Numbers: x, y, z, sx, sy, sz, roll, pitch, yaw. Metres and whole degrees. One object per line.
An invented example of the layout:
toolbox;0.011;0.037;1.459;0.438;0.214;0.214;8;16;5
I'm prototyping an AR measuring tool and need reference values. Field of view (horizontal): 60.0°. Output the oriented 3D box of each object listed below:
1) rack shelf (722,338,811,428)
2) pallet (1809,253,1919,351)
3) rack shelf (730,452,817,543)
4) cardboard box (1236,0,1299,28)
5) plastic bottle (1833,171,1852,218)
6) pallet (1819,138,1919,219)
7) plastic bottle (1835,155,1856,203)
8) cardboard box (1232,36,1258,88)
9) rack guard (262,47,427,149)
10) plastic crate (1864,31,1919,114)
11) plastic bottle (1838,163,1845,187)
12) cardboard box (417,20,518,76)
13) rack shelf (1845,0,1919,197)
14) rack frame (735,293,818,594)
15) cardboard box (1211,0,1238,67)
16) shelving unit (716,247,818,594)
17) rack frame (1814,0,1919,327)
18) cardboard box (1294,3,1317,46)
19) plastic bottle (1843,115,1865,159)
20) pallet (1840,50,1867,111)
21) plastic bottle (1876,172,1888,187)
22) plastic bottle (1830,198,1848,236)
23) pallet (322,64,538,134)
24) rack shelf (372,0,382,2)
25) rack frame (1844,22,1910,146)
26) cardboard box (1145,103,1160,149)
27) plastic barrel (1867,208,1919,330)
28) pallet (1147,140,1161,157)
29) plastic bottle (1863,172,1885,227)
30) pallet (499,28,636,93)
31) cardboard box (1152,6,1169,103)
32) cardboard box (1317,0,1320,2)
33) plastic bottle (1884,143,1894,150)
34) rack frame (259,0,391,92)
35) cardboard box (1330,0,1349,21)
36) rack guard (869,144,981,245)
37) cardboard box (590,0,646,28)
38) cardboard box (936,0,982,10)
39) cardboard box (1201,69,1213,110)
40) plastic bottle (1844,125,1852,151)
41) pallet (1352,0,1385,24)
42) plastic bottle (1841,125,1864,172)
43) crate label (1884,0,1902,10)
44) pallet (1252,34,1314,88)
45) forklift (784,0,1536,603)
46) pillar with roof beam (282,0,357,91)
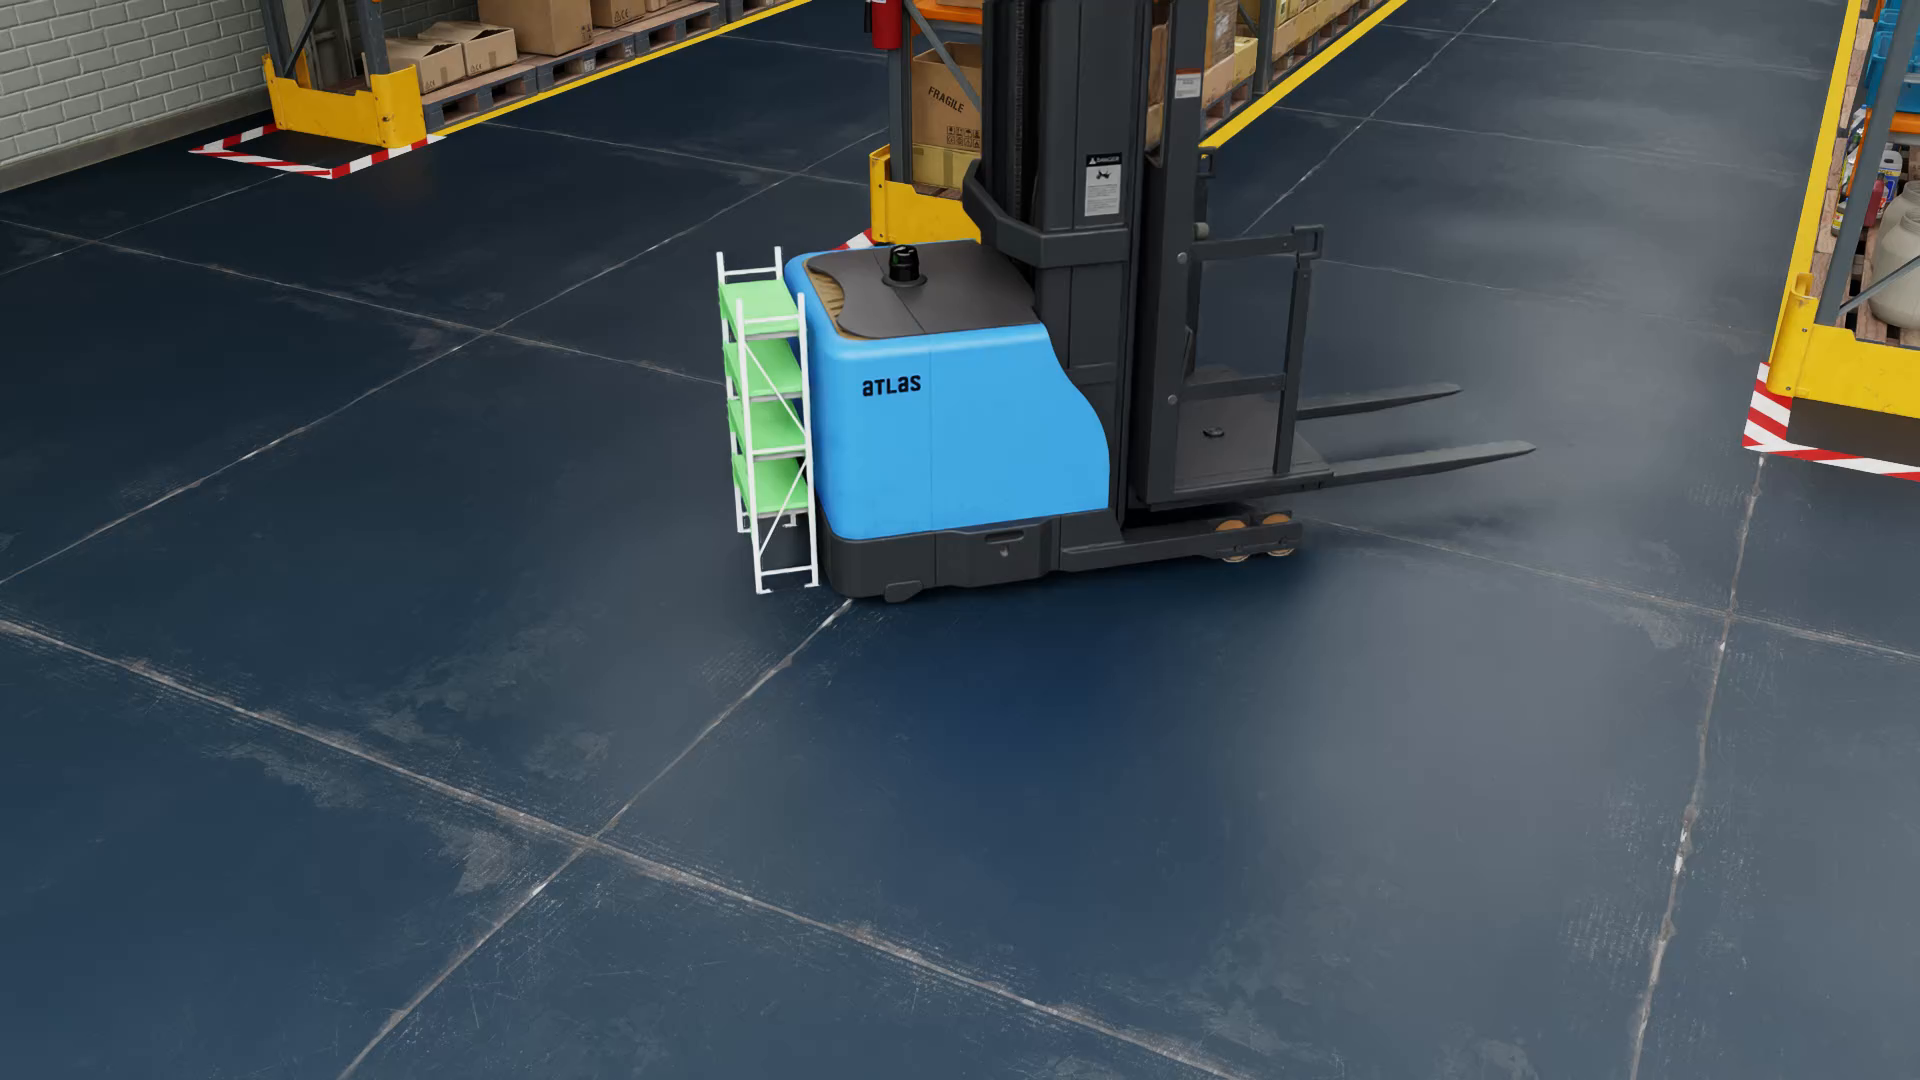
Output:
rack shelf;-0.729;-0.601;6.238;0.258;0.148;0.480;-8;31;-13
pallet;4.837;-1.103;8.459;1.003;0.211;1.213;14;33;23
rack shelf;-0.729;-0.185;6.477;0.258;0.148;0.480;-8;31;-13
cardboard box;2.294;-4.168;12.771;0.500;0.311;0.500;14;33;23
plastic bottle;5.055;-1.938;9.406;0.152;0.276;0.135;15;33;24
pallet;5.949;-2.185;10.343;1.003;0.211;1.213;14;33;23
plastic bottle;5.190;-2.106;9.624;0.144;0.351;0.185;16;33;25
cardboard box;1.867;-3.542;12.246;0.500;0.250;0.500;14;33;23
rack guard;-4.315;-3.106;11.658;1.175;0.500;0.348;14;33;23
plastic crate;4.431;-2.135;7.604;0.499;0.251;0.616;14;33;23
plastic bottle;5.319;-2.192;9.924;0.097;0.201;0.097;0;30;0
cardboard box;-3.695;-3.721;12.475;0.500;0.311;0.500;17;34;27
rack shelf;5.381;-2.484;8.786;1.077;0.370;4.000;14;33;23
rack frame;-0.666;-0.331;6.121;0.240;1.200;0.015;-8;31;-13
cardboard box;1.629;-3.649;11.678;0.500;0.500;0.500;14;33;23
shelving unit;-0.729;-0.448;6.326;0.258;1.200;0.503;-8;31;-13
rack frame;4.470;-1.909;7.063;1.000;3.000;0.127;14;33;23
cardboard box;2.522;-4.147;13.298;0.500;0.250;0.500;15;33;24
plastic bottle;5.633;-2.501;10.386;0.152;0.276;0.135;16;33;25
pallet;7.170;-3.373;12.412;1.003;0.211;1.213;14;33;23
plastic bottle;5.318;-2.034;9.647;0.097;0.201;0.097;0;30;0
plastic bottle;4.916;-1.800;9.241;0.097;0.201;0.097;0;30;0
pallet;-3.914;-3.333;12.343;1.003;0.211;1.213;14;33;23
rack shelf;-3.439;-4.731;12.700;1.077;0.370;4.000;14;33;23
rack frame;6.292;-3.683;10.151;1.000;3.000;0.127;14;33;23
cardboard box;0.957;-2.656;10.702;0.500;0.250;0.500;14;33;23
plastic barrel;4.701;-1.322;8.116;0.421;0.512;0.421;0;30;0
pallet;0.930;-2.713;11.262;1.003;0.211;1.213;14;33;23
plastic bottle;5.150;-1.917;9.363;0.061;0.283;0.133;14;33;23
pallet;-3.357;-3.872;13.281;1.003;0.211;1.213;14;33;23
cardboard box;1.190;-3.201;10.899;0.500;0.500;0.500;14;33;23
cardboard box;2.761;-4.618;13.556;0.500;0.311;0.500;13;32;22
plastic bottle;5.596;-2.335;10.102;0.097;0.271;0.097;0;30;0
rack frame;-4.350;-4.157;10.976;1.000;3.000;0.127;14;33;23
cardboard box;2.988;-4.602;14.091;0.500;0.250;0.500;15;33;24
rack guard;0.051;-1.940;9.626;1.175;0.500;0.348;14;33;23
cardboard box;-2.965;-4.568;13.760;0.500;0.500;0.500;12;32;20
cardboard box;0.286;-3.282;9.353;0.700;0.500;0.500;14;33;23
cardboard box;1.416;-3.098;11.472;0.500;0.250;0.500;14;33;23
plastic bottle;5.710;-2.573;10.587;0.097;0.201;0.097;0;30;0
pallet;3.296;-5.016;15.272;1.003;0.211;1.213;14;33;23
plastic bottle;5.469;-2.377;10.096;0.144;0.351;0.185;13;32;21
crate label;5.067;-2.802;8.582;0.502;0.435;0.616;14;33;23
pallet;2.185;-3.934;13.389;1.003;0.211;1.213;14;33;23
forklift;0.870;-1.427;6.292;3.031;2.935;1.130;-8;31;-13
pillar with roof beam;-0.969;-6.288;8.664;9.100;9.000;0.400;14;33;23
